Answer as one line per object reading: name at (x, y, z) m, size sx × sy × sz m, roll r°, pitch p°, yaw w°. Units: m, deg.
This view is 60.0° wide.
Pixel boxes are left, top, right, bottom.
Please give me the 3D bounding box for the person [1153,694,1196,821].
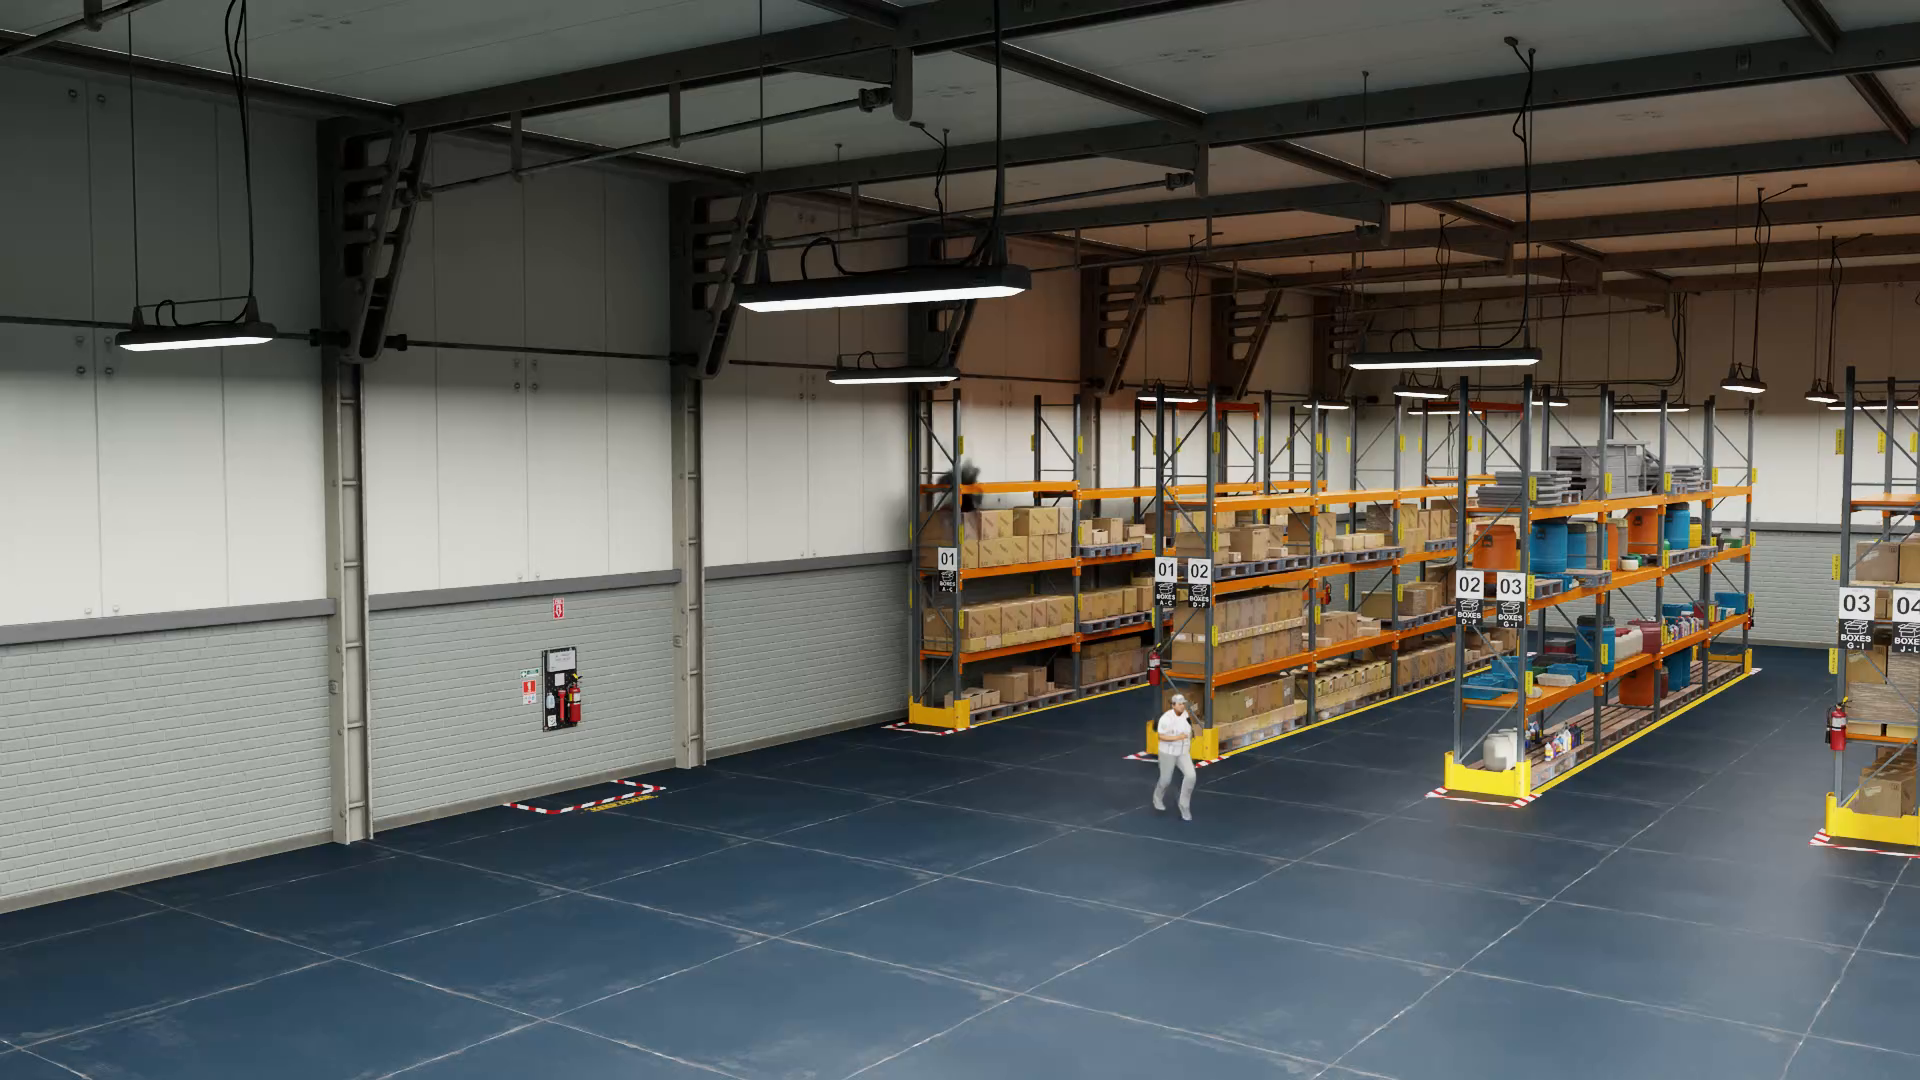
person at (2.870, 2.907, 22.426) m, size 0.626 × 1.705 × 0.830 m, roll -2°, pitch 4°, yaw -28°
